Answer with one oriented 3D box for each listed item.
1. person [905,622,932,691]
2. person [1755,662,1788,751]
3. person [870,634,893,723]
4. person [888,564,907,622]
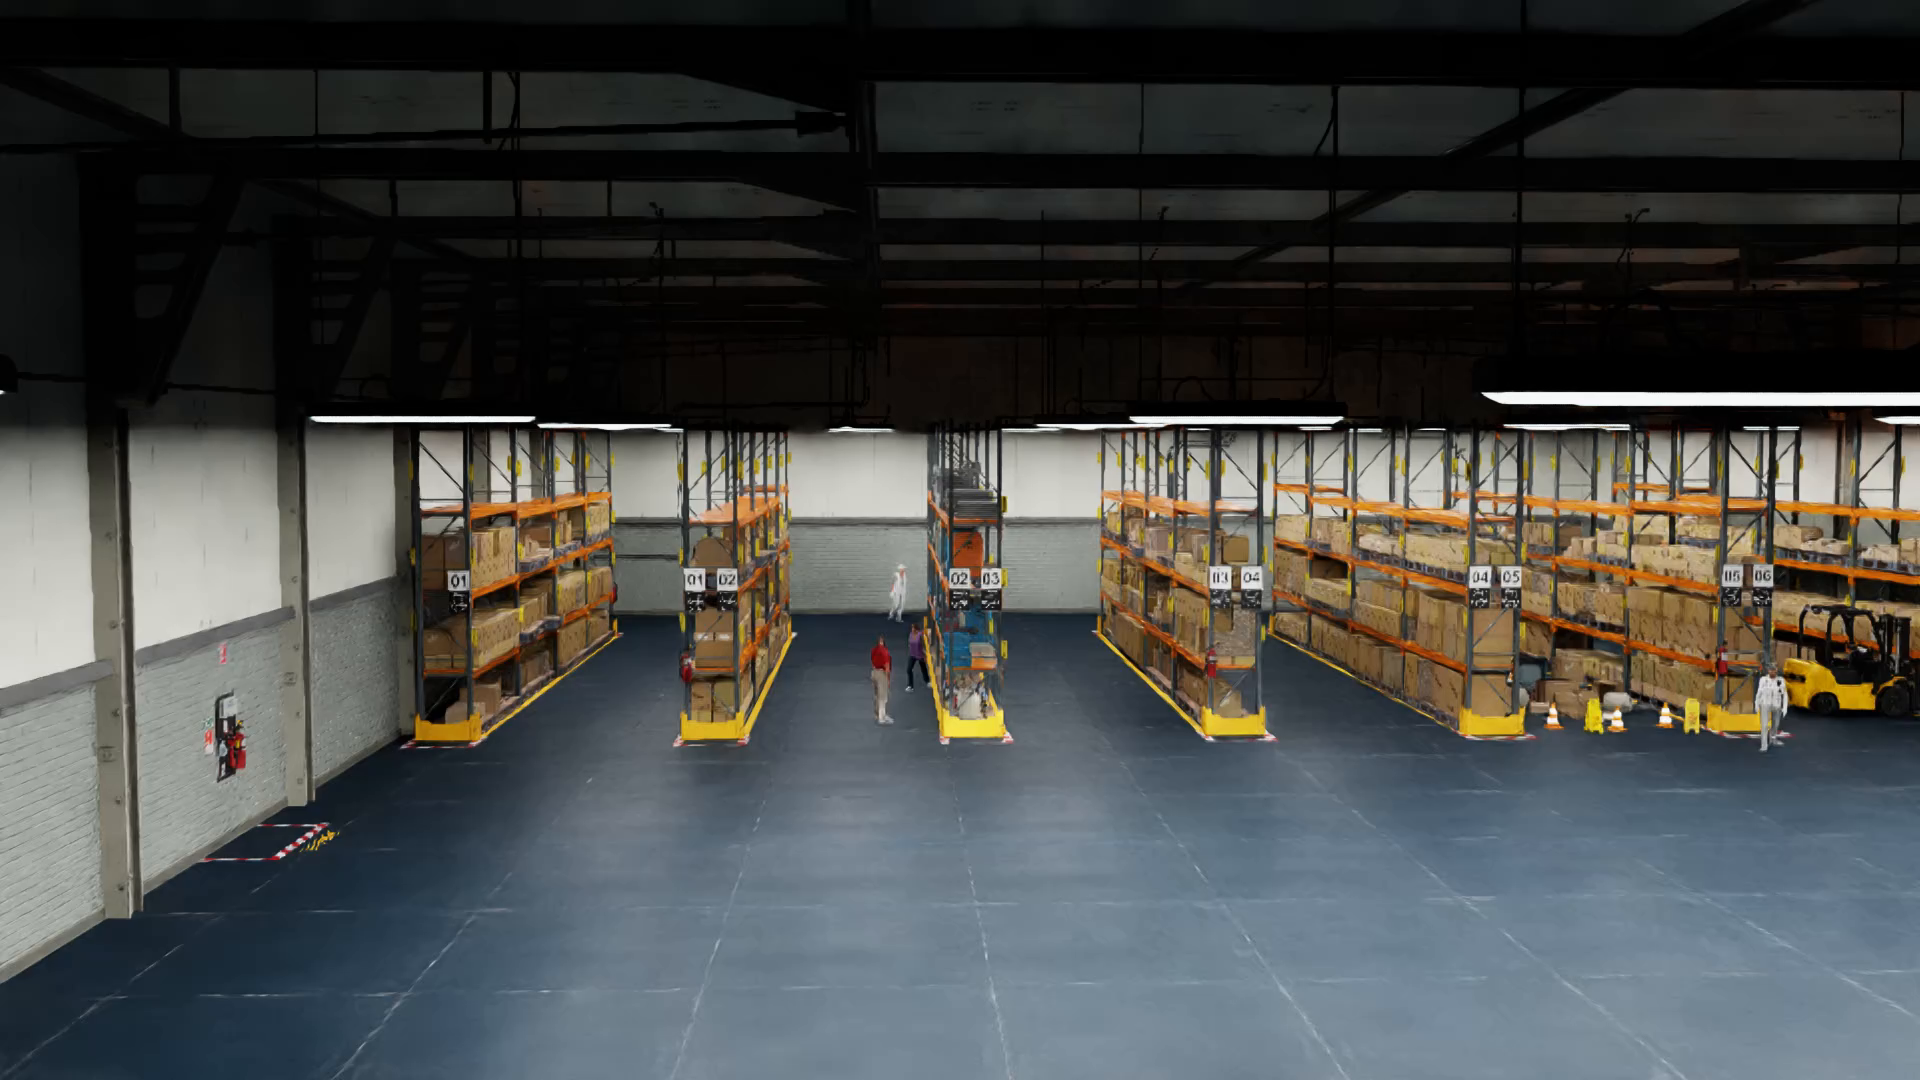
[{"bbox_3d":[-0.923,2.575,37.053,0.461,1.531,0.866,1,4,19],"label":"person"},{"bbox_3d":[14.708,2.981,30.139,0.521,1.611,0.934,1,4,18],"label":"person"},{"bbox_3d":[-1.525,2.731,33.019,0.450,1.737,0.595,-2,4,-34],"label":"person"},{"bbox_3d":[-1.890,1.605,50.527,0.589,1.780,0.572,-3,5,-38],"label":"person"}]
